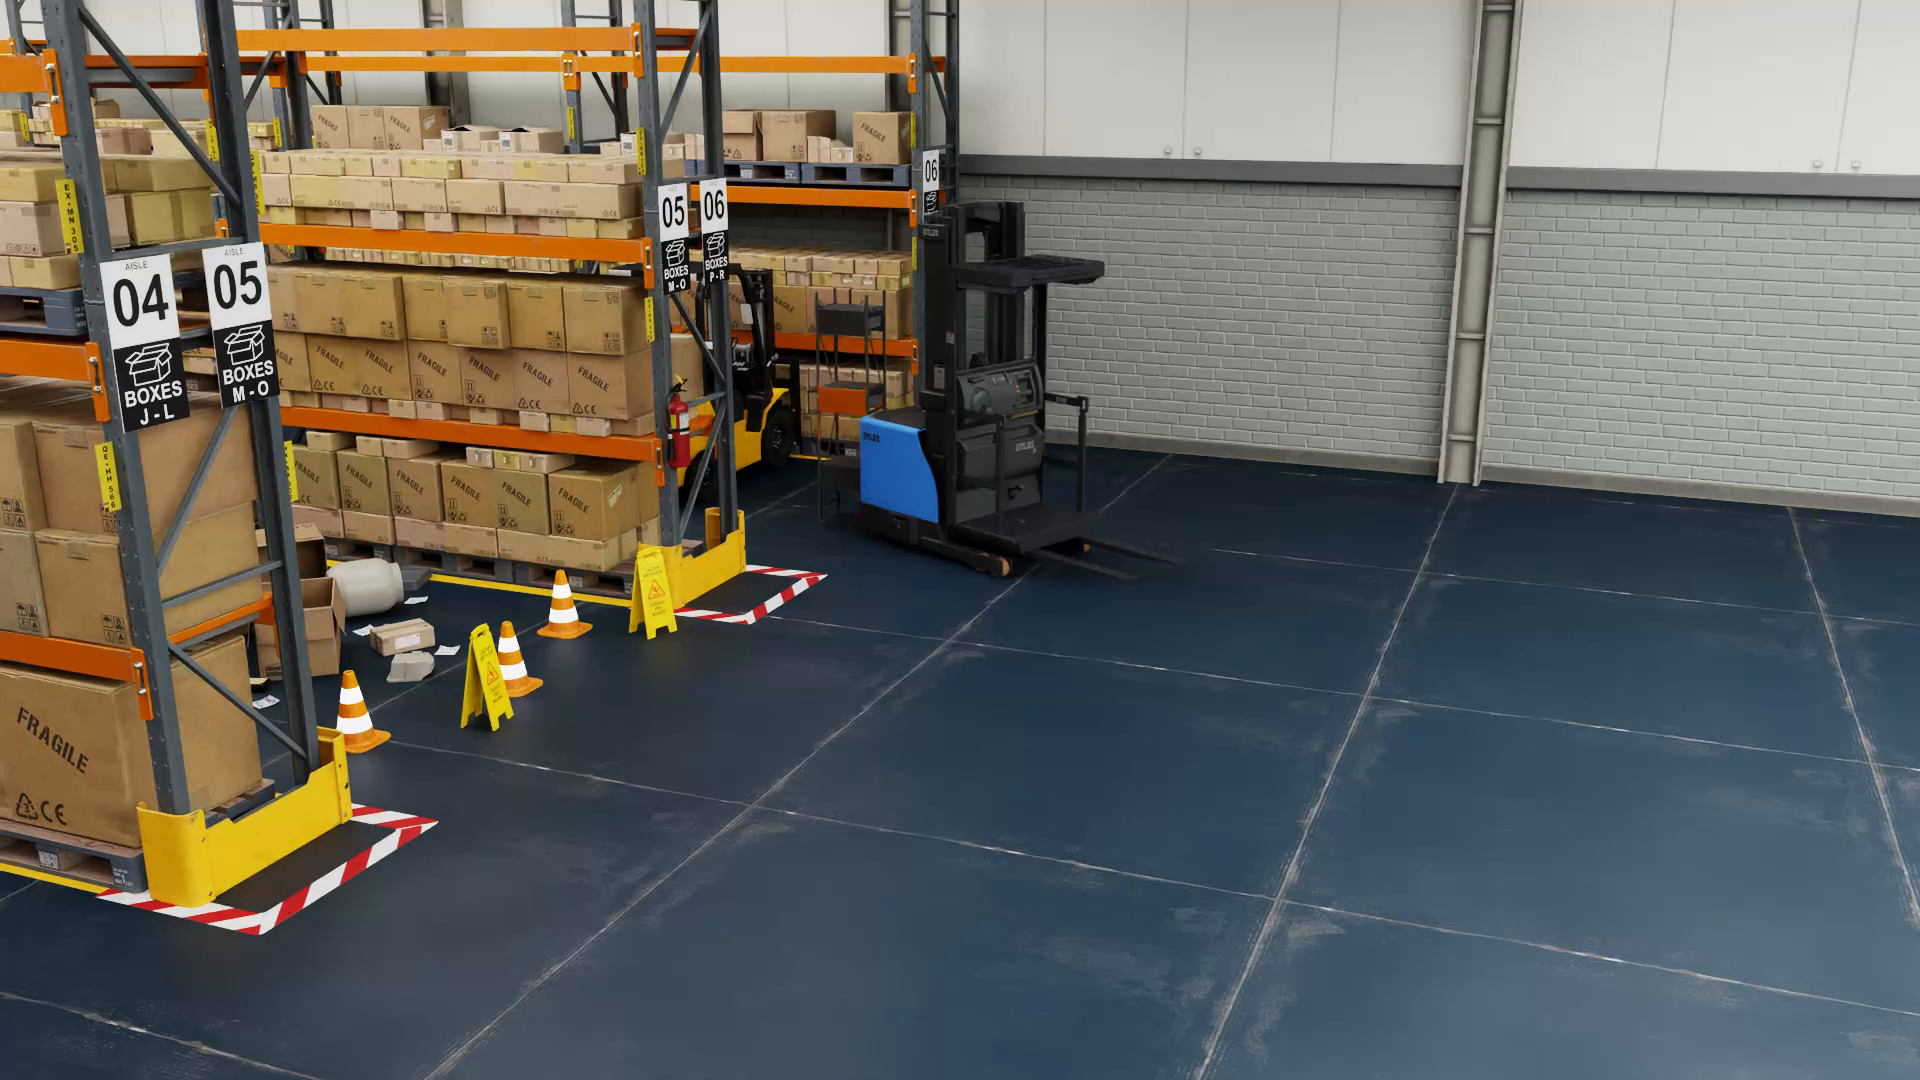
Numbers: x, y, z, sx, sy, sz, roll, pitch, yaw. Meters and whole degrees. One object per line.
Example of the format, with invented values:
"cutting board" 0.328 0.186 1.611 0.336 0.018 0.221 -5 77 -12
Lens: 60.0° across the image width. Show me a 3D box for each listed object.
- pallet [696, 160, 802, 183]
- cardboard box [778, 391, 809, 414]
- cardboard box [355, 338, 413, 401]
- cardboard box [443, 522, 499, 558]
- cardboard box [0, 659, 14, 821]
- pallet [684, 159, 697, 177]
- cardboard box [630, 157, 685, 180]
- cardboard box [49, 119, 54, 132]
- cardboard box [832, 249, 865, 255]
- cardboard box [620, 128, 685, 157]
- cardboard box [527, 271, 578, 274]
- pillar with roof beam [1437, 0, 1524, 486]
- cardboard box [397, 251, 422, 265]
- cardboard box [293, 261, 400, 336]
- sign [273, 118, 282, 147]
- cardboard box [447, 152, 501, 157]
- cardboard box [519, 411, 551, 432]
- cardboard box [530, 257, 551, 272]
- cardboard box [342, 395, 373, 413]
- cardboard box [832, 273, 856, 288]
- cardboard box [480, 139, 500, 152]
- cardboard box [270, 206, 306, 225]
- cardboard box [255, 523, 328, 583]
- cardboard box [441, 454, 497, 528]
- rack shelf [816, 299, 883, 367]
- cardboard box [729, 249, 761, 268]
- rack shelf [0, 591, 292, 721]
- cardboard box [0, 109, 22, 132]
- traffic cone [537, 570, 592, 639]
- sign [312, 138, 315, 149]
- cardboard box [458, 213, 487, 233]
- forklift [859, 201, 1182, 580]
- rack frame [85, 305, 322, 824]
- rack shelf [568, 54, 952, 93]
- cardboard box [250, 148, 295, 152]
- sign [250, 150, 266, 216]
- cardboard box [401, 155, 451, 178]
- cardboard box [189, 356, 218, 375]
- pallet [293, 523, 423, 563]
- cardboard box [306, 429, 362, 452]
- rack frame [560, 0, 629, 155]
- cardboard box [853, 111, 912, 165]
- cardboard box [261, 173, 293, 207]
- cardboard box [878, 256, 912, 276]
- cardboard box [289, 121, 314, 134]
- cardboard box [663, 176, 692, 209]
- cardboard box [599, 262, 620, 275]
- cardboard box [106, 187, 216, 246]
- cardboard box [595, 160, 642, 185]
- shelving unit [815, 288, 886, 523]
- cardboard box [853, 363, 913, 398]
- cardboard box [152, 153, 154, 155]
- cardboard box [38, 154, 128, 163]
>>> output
"pallet" -2.031 -3.947 17.669 1.213 0.211 1.003 6 17 21
"cardboard box" -1.762 -1.537 17.871 0.500 0.250 0.500 6 17 19
"cardboard box" -4.538 -1.441 13.544 0.500 0.500 0.500 6 17 20
"cardboard box" -3.880 -0.059 13.677 0.500 0.250 0.500 6 17 19
"cardboard box" -5.258 0.913 9.207 0.875 0.875 0.875 6 17 20
"pallet" -3.162 -4.073 18.101 1.213 0.211 1.003 6 17 21
"cardboard box" -2.317 -2.850 12.752 0.250 0.149 0.380 6 17 20
"cardboard box" -11.016 -5.133 20.578 0.250 0.149 0.380 7 17 22
"cardboard box" -1.184 -3.026 17.841 0.250 0.149 0.380 6 17 21
"cardboard box" -3.280 -4.254 17.795 0.500 0.311 0.500 7 17 22
"cardboard box" -4.515 -2.907 18.680 0.500 0.250 0.500 6 17 19
"pillar with roof beam" 3.441 -3.802 11.628 0.400 9.000 9.100 6 17 21
"cardboard box" -6.293 -3.286 19.268 0.250 0.149 0.380 7 17 22
"cardboard box" -4.986 -1.979 13.605 0.500 0.500 0.700 6 17 21
"sign" -7.887 -4.713 19.219 0.005 0.325 0.100 6 17 21
"cardboard box" -3.930 -3.061 13.476 0.250 0.149 0.380 7 17 21
"cardboard box" -3.245 -0.968 13.078 0.250 0.149 0.380 7 17 22
"cardboard box" -4.611 -3.114 18.676 0.250 0.149 0.380 6 17 20
"cardboard box" -4.878 -1.165 13.758 0.250 0.149 0.380 7 18 22
"cardboard box" -1.137 -2.729 17.352 0.250 0.149 0.380 7 17 22
"cardboard box" -5.099 -4.358 18.444 0.250 0.149 0.380 6 17 20
"cardboard box" -5.360 -2.650 13.492 0.250 0.149 0.380 6 17 21
"cardboard box" -5.285 0.194 13.103 0.500 0.500 0.500 -9 18 -27
"cardboard box" -3.856 -0.420 13.573 0.500 0.500 0.500 6 17 19
"rack shelf" -0.971 -1.848 14.799 0.480 0.518 0.431 7 17 21
"cardboard box" -2.311 -3.016 17.806 0.250 0.149 0.380 6 17 21
"rack shelf" -5.644 0.377 9.286 4.000 0.370 1.077 6 17 21
"cardboard box" -11.965 -5.314 21.057 0.500 0.250 0.500 6 17 21
"traffic cone" -2.935 0.451 12.291 0.334 0.463 0.336 6 17 21
"sign" -5.591 -3.298 14.345 0.005 0.325 0.100 6 17 21
"cardboard box" -3.677 -2.480 12.908 0.250 0.149 0.380 6 17 19
"forklift" 0.490 -1.260 13.756 1.130 2.935 3.031 -15 22 -42
"rack frame" -3.784 0.236 8.481 0.127 3.000 1.000 6 17 21
"rack shelf" -2.104 -4.894 17.399 4.000 0.370 1.077 6 17 21
"cardboard box" -8.252 -4.522 19.760 0.500 0.250 0.500 6 17 19
"sign" -3.575 -1.806 8.423 0.005 0.325 0.100 6 17 21
"cardboard box" -4.133 -2.916 12.977 0.250 0.149 0.380 7 17 22
"cardboard box" -6.362 -1.530 14.259 0.250 0.149 0.380 7 17 21
"pallet" -5.145 -0.069 14.532 1.213 0.211 1.003 6 17 21
"cardboard box" -5.238 -0.862 13.931 0.250 0.149 0.380 7 17 21
"rack frame" -3.965 -5.636 17.947 0.127 3.000 1.000 6 17 21
"cardboard box" -0.745 -4.066 16.808 0.500 0.500 0.500 7 18 22
"cardboard box" -5.474 -2.863 13.510 0.500 0.250 0.500 6 17 19
"cardboard box" -0.654 -2.830 17.166 0.250 0.149 0.380 6 17 21
"cardboard box" -7.927 -4.977 20.076 0.250 0.149 0.380 6 17 19
"cardboard box" -2.431 -2.690 12.915 0.500 0.250 0.500 6 17 20
"cardboard box" -3.765 -3.014 18.332 0.250 0.149 0.380 6 17 20
"cardboard box" -4.138 -1.641 8.369 0.500 0.250 0.500 6 17 21
"cardboard box" -2.484 -2.719 12.300 0.250 0.149 0.380 6 17 21
"shelving unit" -0.974 -1.186 14.982 0.503 2.100 0.431 7 17 21
"cardboard box" -0.787 -1.674 17.443 0.500 0.250 0.500 7 18 22
"cardboard box" -7.128 -3.299 14.792 0.500 0.250 0.500 6 17 20
"cardboard box" -4.448 -1.885 8.495 0.250 0.149 0.380 6 17 20
